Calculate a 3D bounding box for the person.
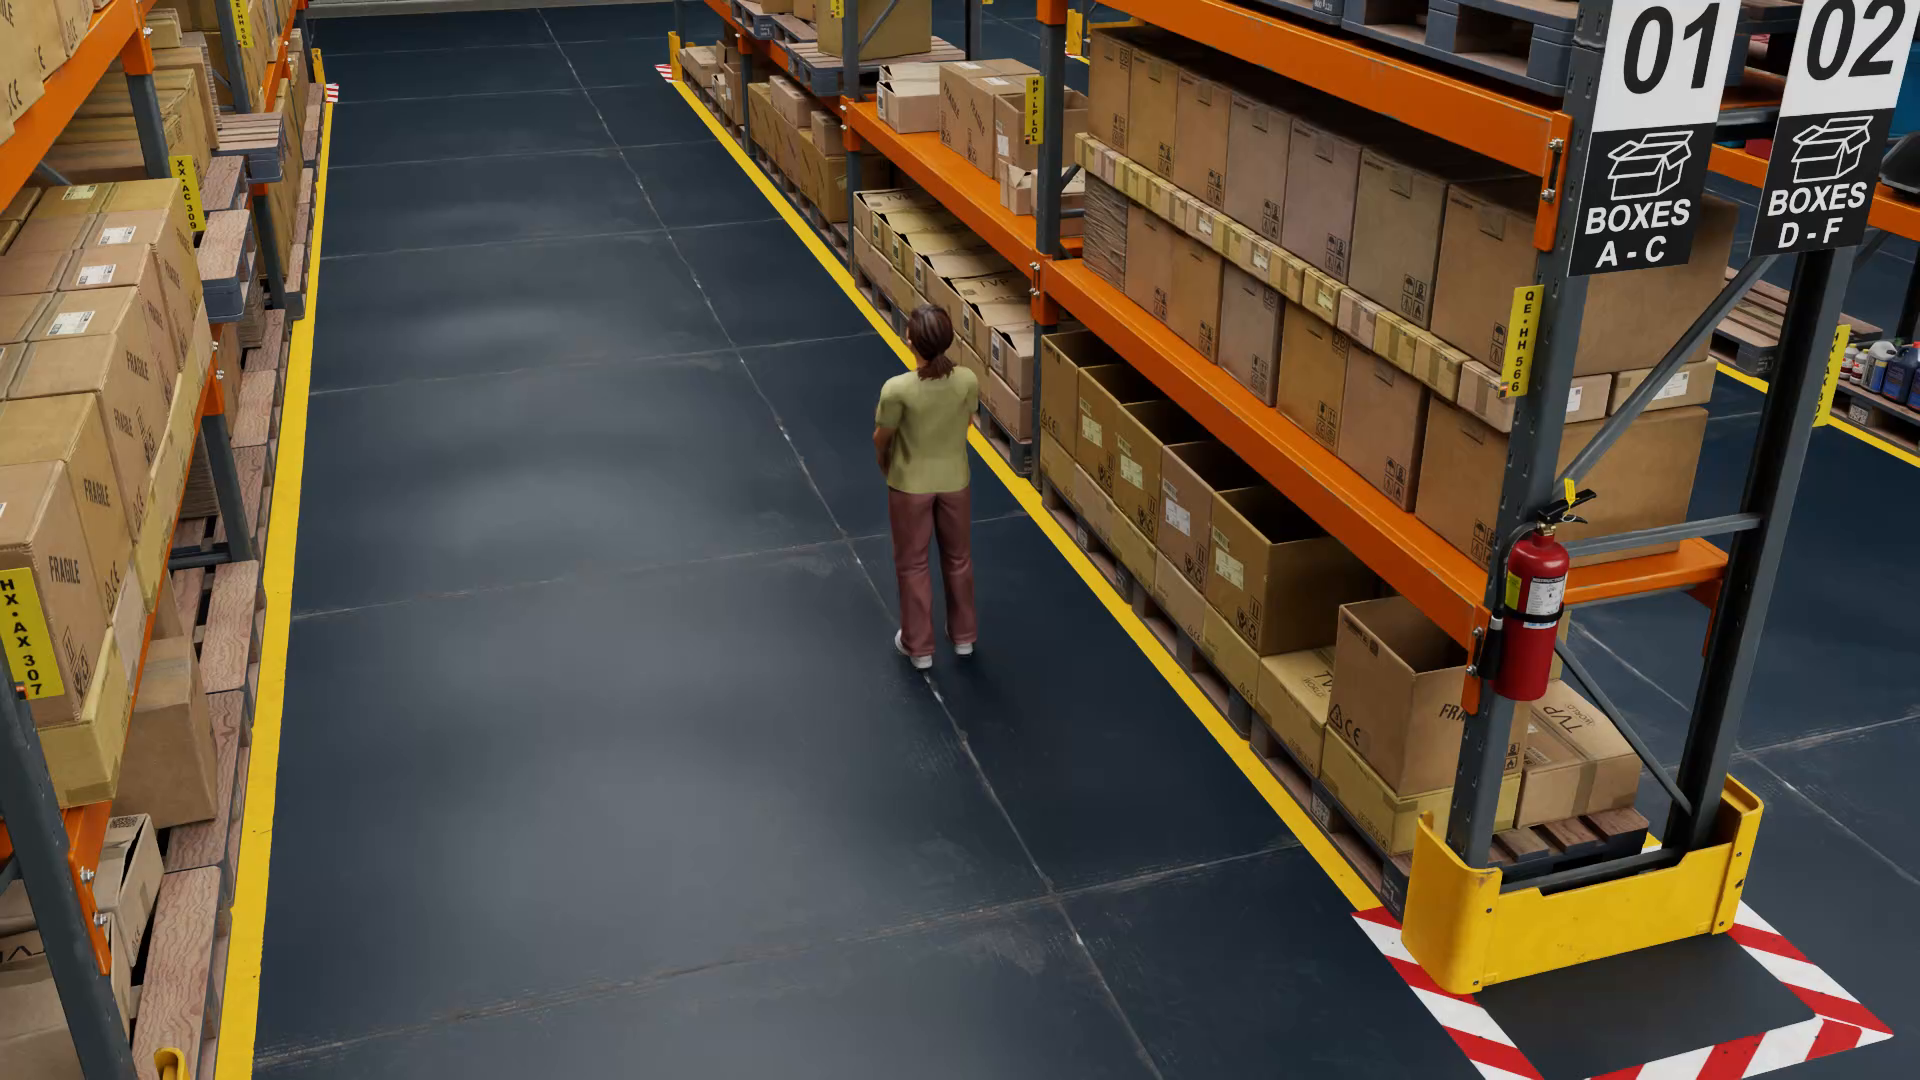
[{"bbox_3d":[-0.144,-0.237,7.089,0.463,1.676,0.519,-8,28,-16],"label":"person"}]
